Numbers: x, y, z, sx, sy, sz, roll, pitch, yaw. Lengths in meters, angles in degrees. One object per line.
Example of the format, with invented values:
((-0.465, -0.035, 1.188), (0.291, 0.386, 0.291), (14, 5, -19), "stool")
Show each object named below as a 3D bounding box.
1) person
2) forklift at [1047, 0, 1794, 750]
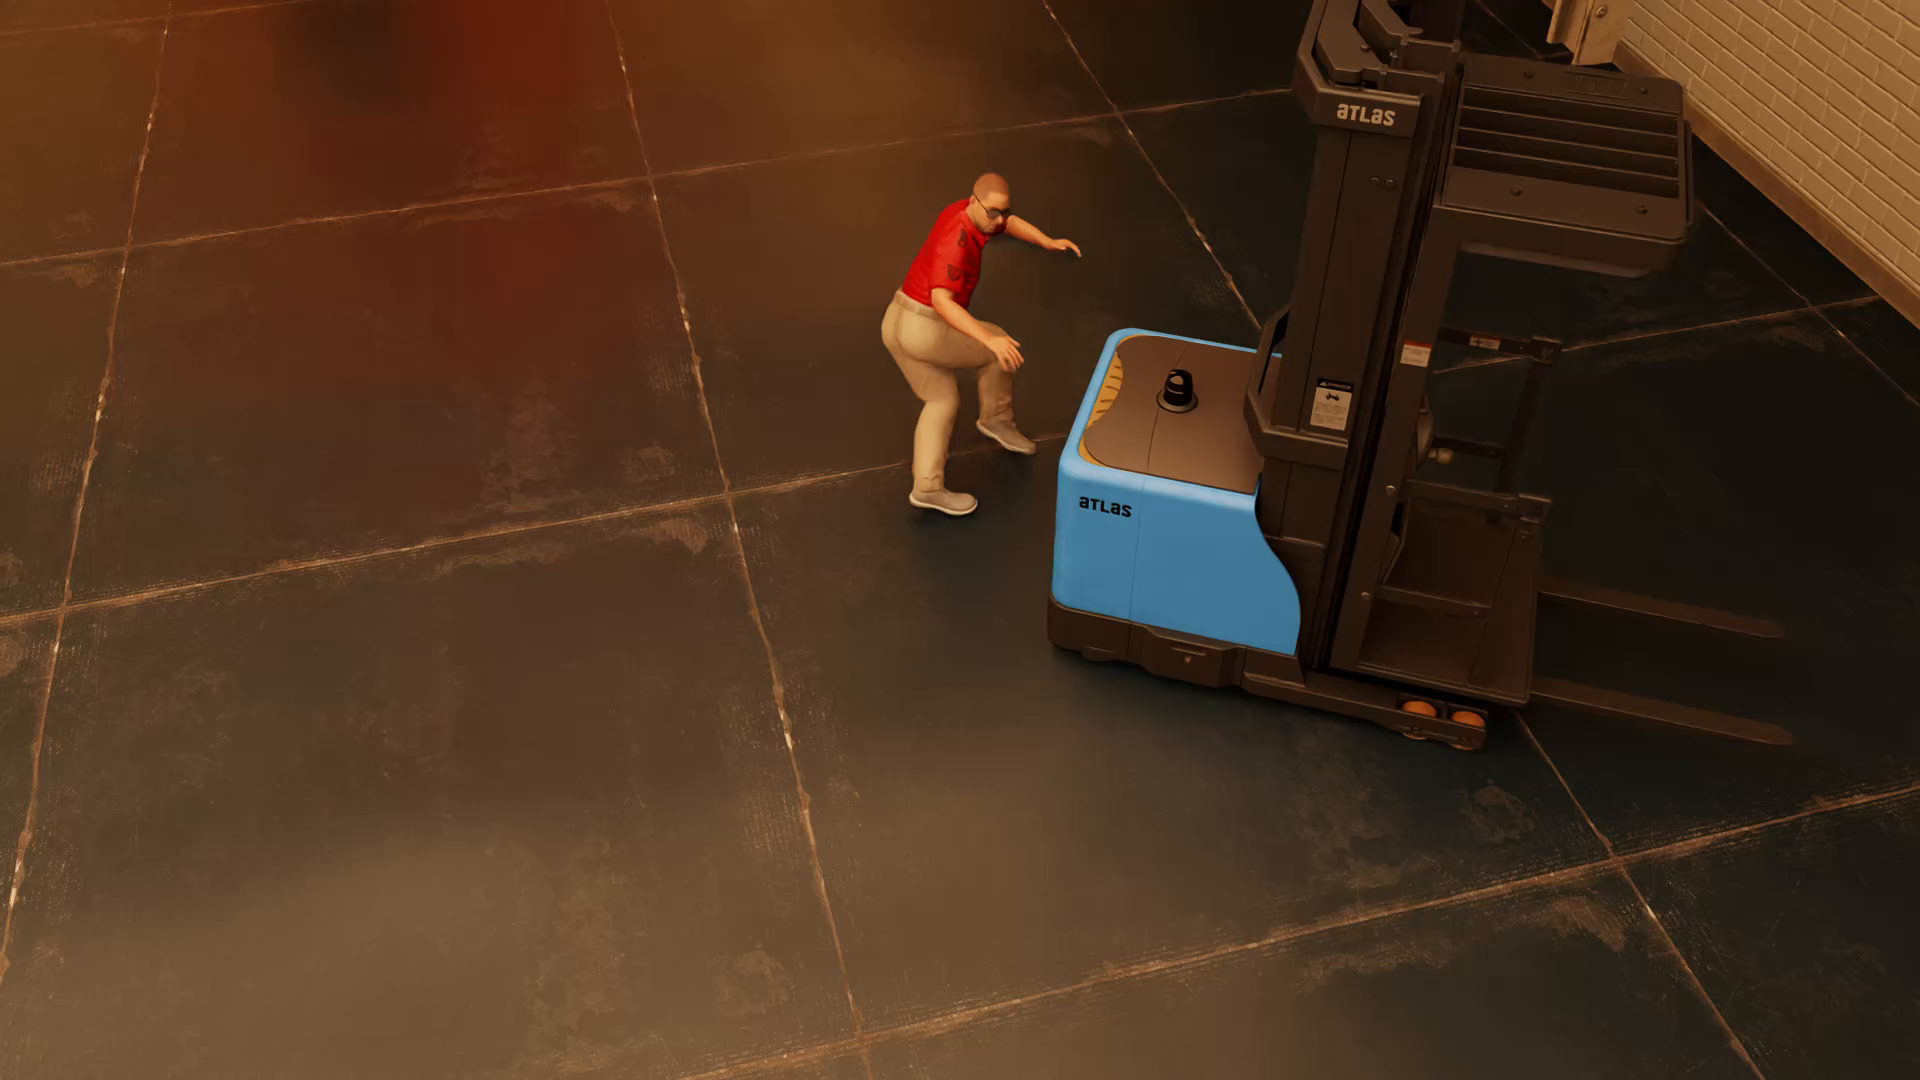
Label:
((0.145, -0.958, 7.706), (0.957, 1.486, 0.997), (-12, 45, -12), "person")
((1.953, -0.610, 6.291), (3.031, 2.935, 1.130), (12, 45, 12), "forklift")
